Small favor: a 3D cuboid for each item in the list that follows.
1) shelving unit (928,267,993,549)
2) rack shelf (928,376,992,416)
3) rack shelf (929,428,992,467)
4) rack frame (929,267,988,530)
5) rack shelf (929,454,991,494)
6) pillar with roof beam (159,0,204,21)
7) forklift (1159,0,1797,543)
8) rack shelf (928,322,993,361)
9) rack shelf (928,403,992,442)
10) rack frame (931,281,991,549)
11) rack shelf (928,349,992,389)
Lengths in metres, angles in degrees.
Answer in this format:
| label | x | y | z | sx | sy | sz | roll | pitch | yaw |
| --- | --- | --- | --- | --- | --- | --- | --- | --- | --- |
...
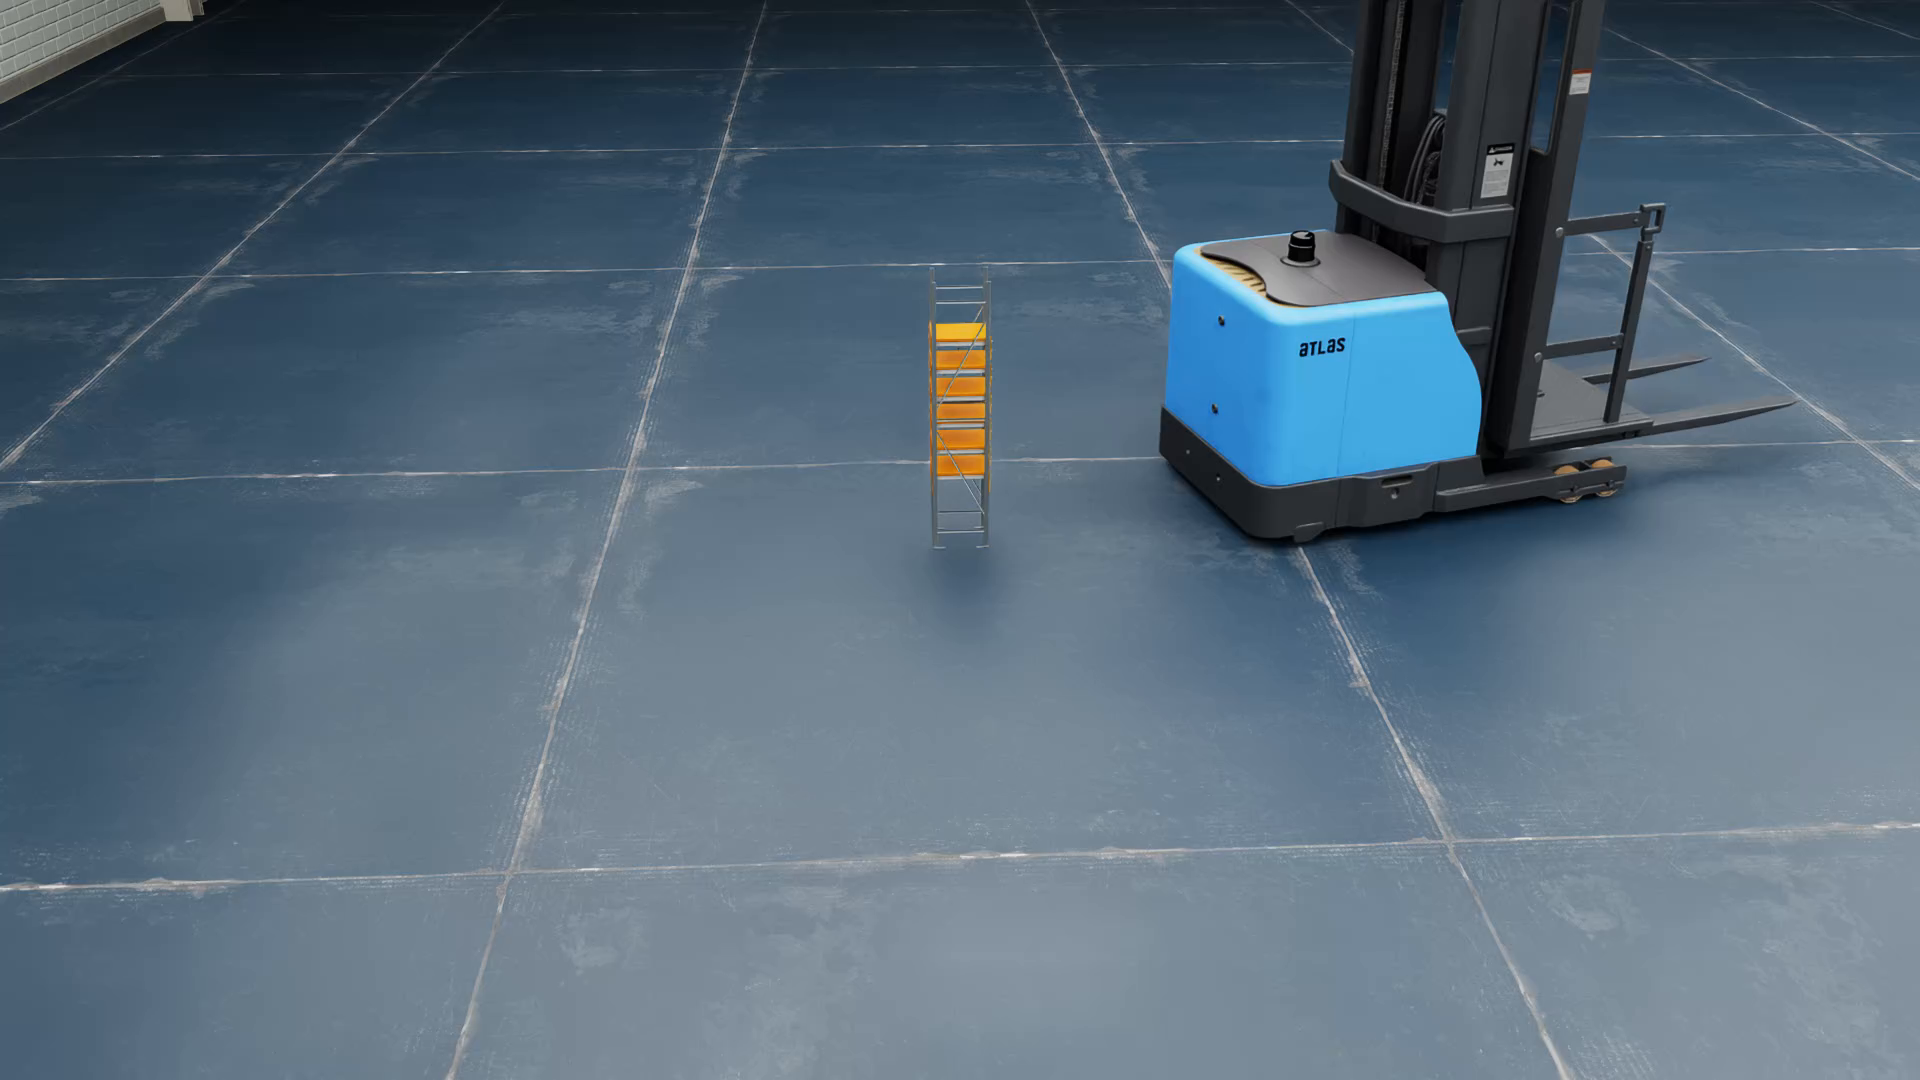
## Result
| label | x | y | z | sx | sy | sz | roll | pitch | yaw |
| --- | --- | --- | --- | --- | --- | --- | --- | --- | --- |
| shelving unit | -0.001 | -0.539 | 6.985 | 0.258 | 1.200 | 0.189 | -1 | 28 | -3 |
| rack shelf | -0.001 | -0.606 | 6.950 | 0.258 | 0.103 | 0.180 | -1 | 28 | -3 |
| rack shelf | -0.001 | -0.393 | 7.061 | 0.258 | 0.103 | 0.180 | -1 | 28 | -3 |
| rack frame | -0.006 | -0.581 | 7.066 | 0.240 | 1.200 | 0.006 | -1 | 28 | -3 |
| rack shelf | -0.001 | -0.286 | 7.117 | 0.258 | 0.103 | 0.180 | -1 | 28 | -3 |
| pillar with roof beam | -4.209 | -9.821 | 16.348 | 9.100 | 9.000 | 0.400 | -1 | 28 | -3 |
| forklift | 2.519 | -1.688 | 7.317 | 3.031 | 2.935 | 1.130 | -9 | 29 | -17 |
| rack shelf | -0.001 | -0.818 | 6.839 | 0.258 | 0.103 | 0.180 | -1 | 28 | -3 |
| rack shelf | -0.001 | -0.499 | 7.006 | 0.258 | 0.103 | 0.180 | -1 | 28 | -3 |
| rack frame | 0.004 | -0.496 | 6.904 | 0.240 | 1.200 | 0.006 | -1 | 28 | -3 |
| rack shelf | -0.001 | -0.712 | 6.895 | 0.258 | 0.103 | 0.180 | -1 | 28 | -3 |
